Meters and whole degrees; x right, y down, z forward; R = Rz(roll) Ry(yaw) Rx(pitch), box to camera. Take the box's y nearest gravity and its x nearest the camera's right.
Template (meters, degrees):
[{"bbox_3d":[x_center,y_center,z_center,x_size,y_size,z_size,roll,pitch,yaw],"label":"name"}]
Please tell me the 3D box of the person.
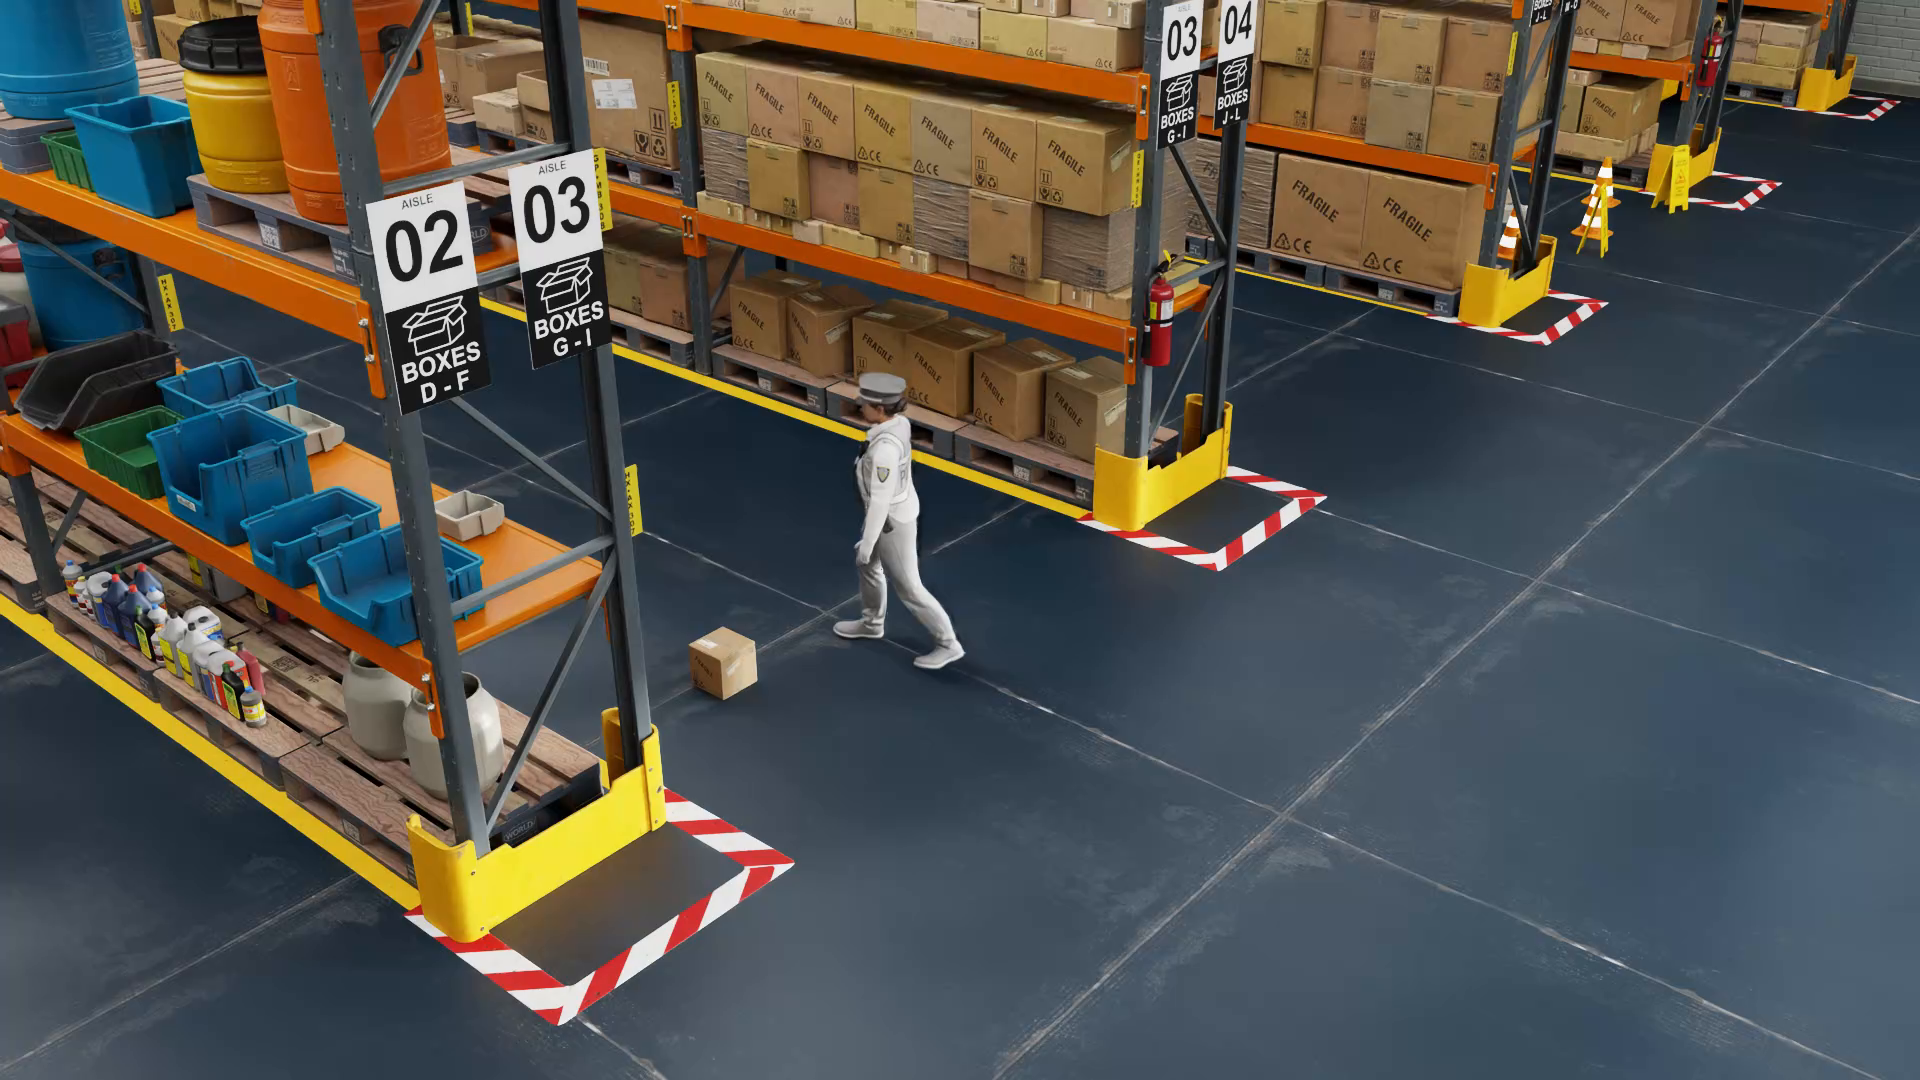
[{"bbox_3d":[-0.347,-0.106,8.828,0.755,1.635,0.545,1,28,3],"label":"person"}]
